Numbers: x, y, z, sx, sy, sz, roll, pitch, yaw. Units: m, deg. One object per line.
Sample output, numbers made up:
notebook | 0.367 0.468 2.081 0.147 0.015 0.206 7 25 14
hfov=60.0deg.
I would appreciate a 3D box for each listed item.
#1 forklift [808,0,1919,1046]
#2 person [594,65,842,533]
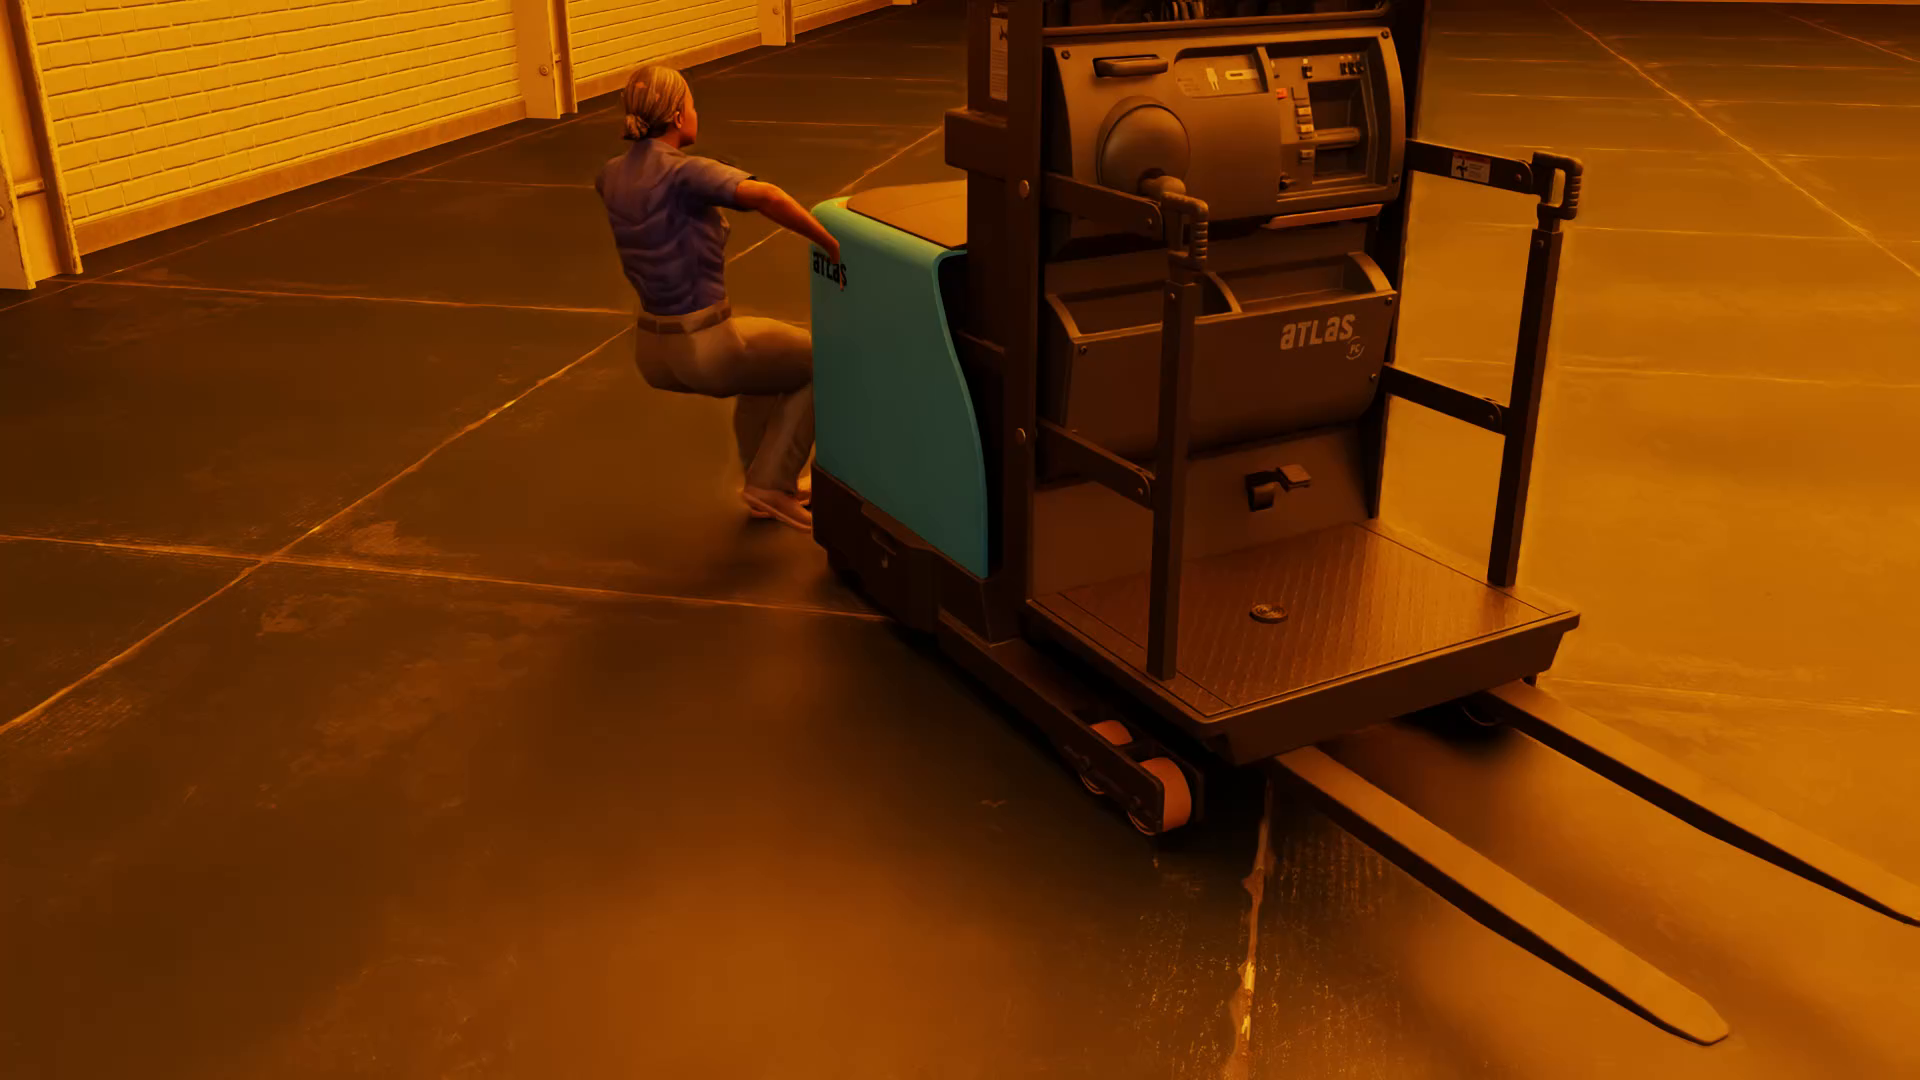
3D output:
forklift | 0.722 -0.917 3.516 1.130 2.935 3.031 -12 25 -27
person | -0.614 -0.663 4.882 1.020 1.418 0.788 18 28 37
